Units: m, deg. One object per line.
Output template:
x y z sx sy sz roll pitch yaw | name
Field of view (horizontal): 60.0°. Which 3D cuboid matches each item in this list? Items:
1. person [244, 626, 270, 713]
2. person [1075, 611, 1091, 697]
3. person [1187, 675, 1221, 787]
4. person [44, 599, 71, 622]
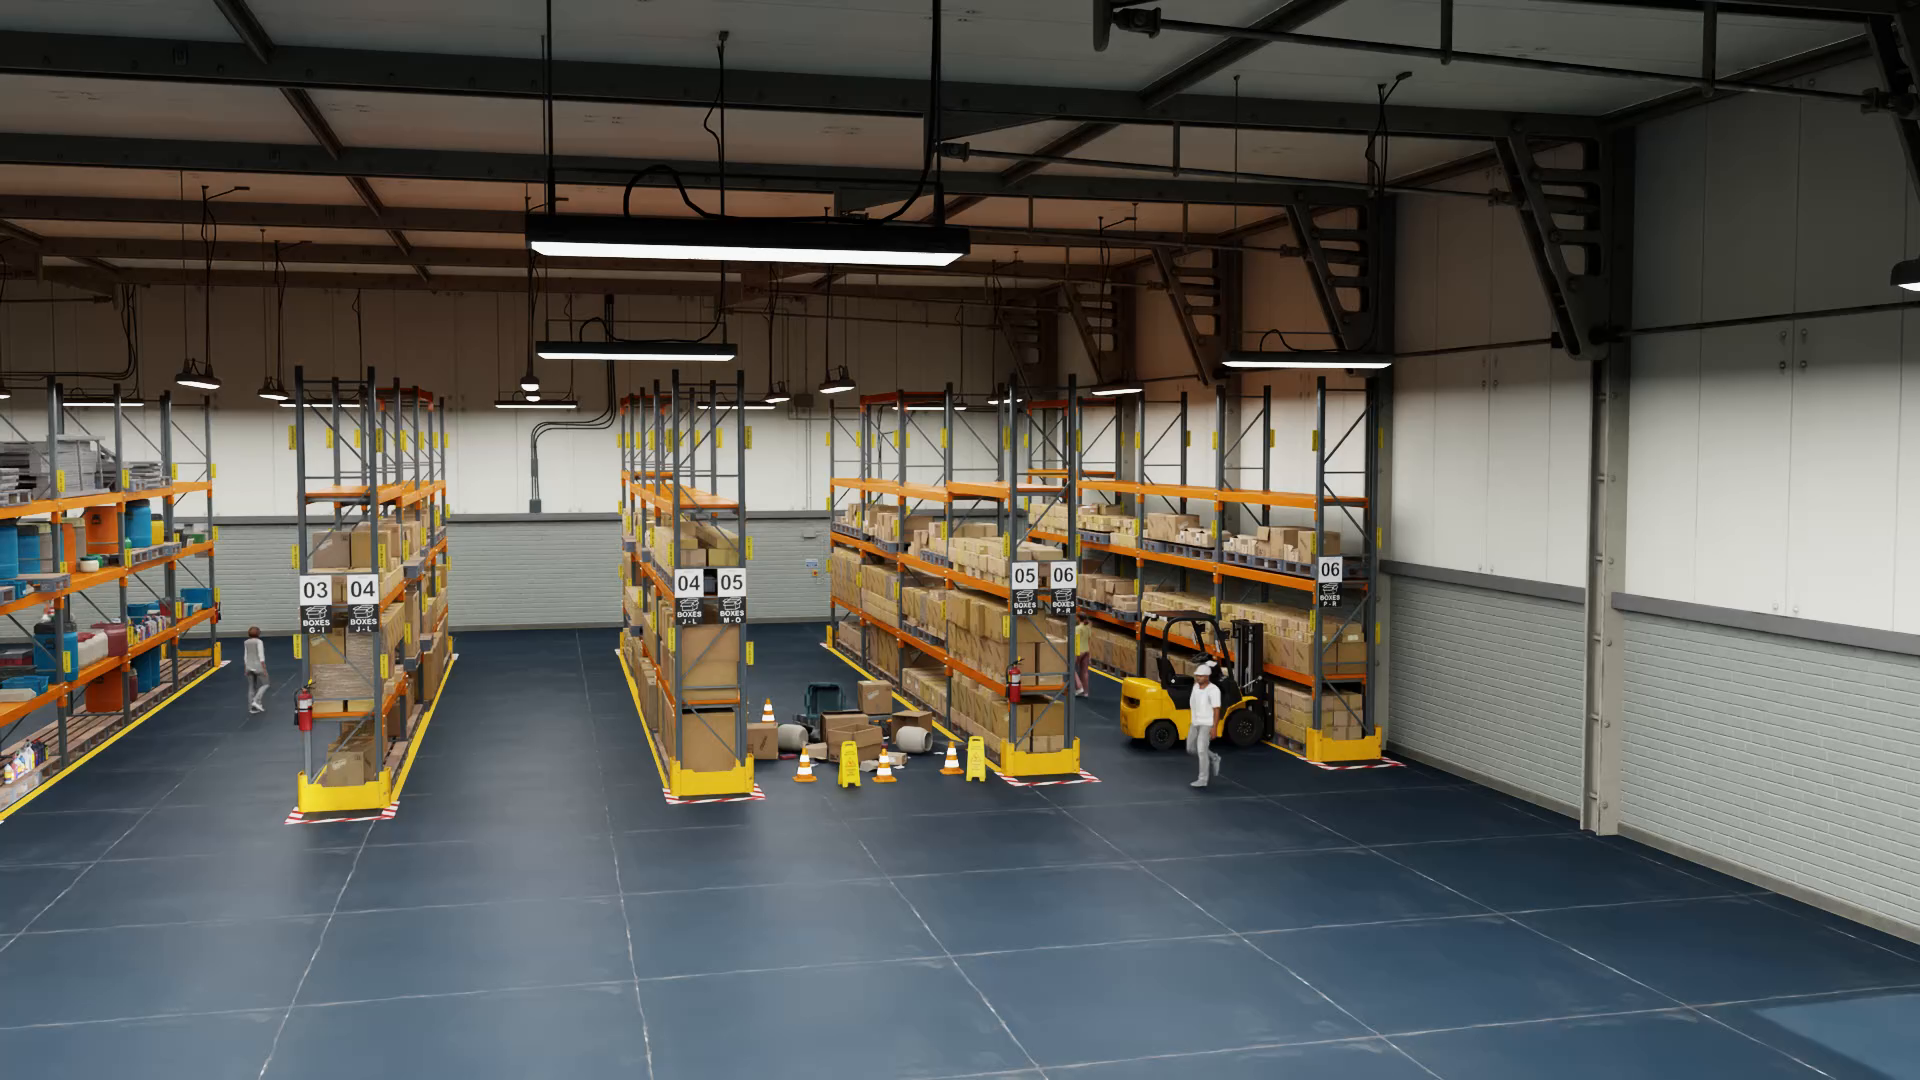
-12.947 2.390 30.510 0.448 1.585 0.439 1 4 15 | person
2.365 2.232 32.532 0.399 1.681 0.491 3 5 45 | person
3.575 2.735 24.176 0.671 1.638 0.621 -2 4 -29 | person
-21.375 1.766 39.436 1.057 1.728 0.538 0 3 2 | person
